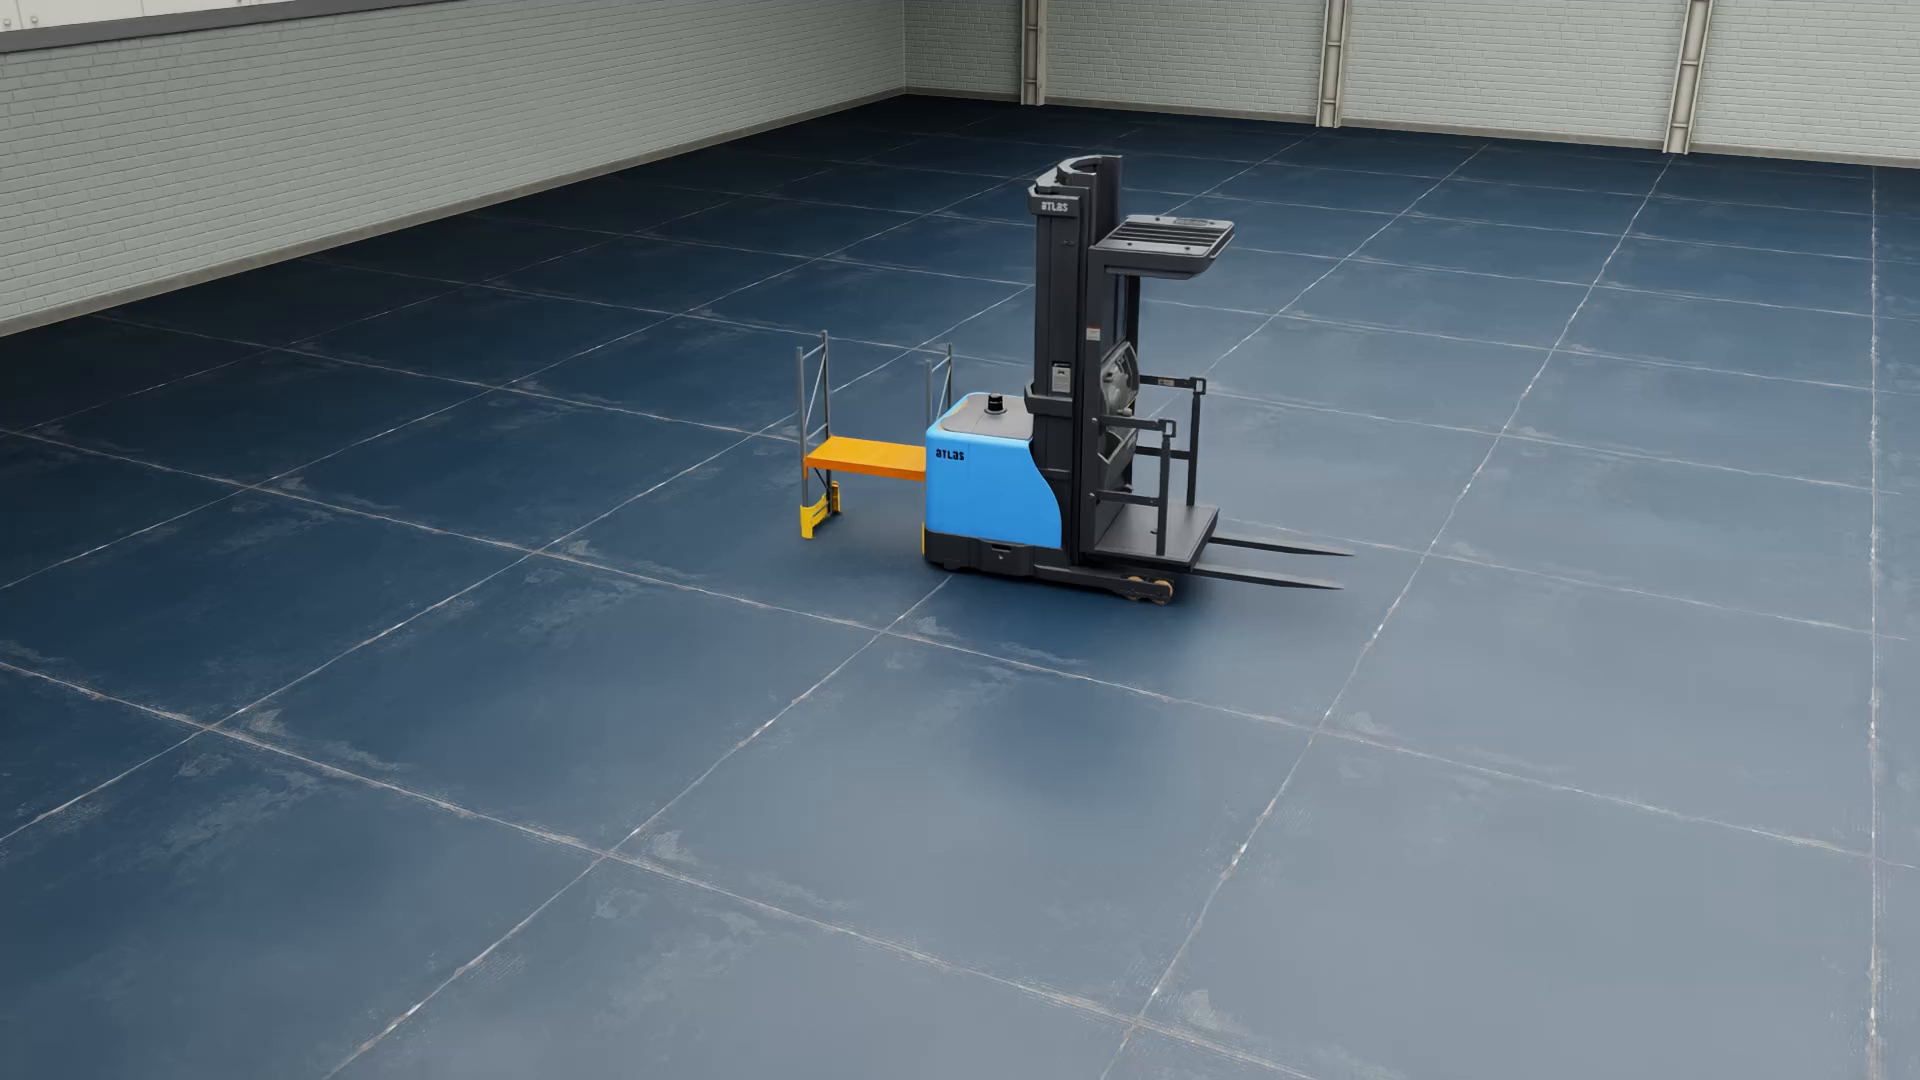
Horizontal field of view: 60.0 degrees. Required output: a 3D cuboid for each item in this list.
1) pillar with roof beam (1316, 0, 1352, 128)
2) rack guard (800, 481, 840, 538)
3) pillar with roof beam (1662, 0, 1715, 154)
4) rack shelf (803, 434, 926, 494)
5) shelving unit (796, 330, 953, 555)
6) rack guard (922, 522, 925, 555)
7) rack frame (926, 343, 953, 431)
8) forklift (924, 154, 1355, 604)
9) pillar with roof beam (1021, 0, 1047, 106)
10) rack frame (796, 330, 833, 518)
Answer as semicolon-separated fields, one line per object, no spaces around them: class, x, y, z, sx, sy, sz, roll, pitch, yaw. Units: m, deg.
pillar with roof beam;4.867;-10.292;25.453;0.400;9.000;9.100;11;25;25
rack guard;-1.091;-0.239;12.993;0.087;0.250;0.587;8;24;18
pillar with roof beam;10.221;-9.233;22.961;0.400;9.000;9.100;11;25;25
rack shelf;-0.629;-0.585;12.670;1.000;0.185;0.538;8;24;18
shelving unit;-0.621;-0.750;12.597;1.083;1.500;0.587;8;24;18
rack guard;-0.151;-0.110;12.689;0.087;0.250;0.587;8;24;18
rack frame;-0.150;-0.685;12.444;0.032;1.500;0.500;8;24;18
forklift;1.311;-1.131;11.665;3.031;2.935;1.130;8;24;18
pillar with roof beam;-0.488;-11.352;27.944;0.400;9.000;9.100;11;25;25
rack frame;-1.109;-0.817;12.755;0.032;1.500;0.500;8;24;18
